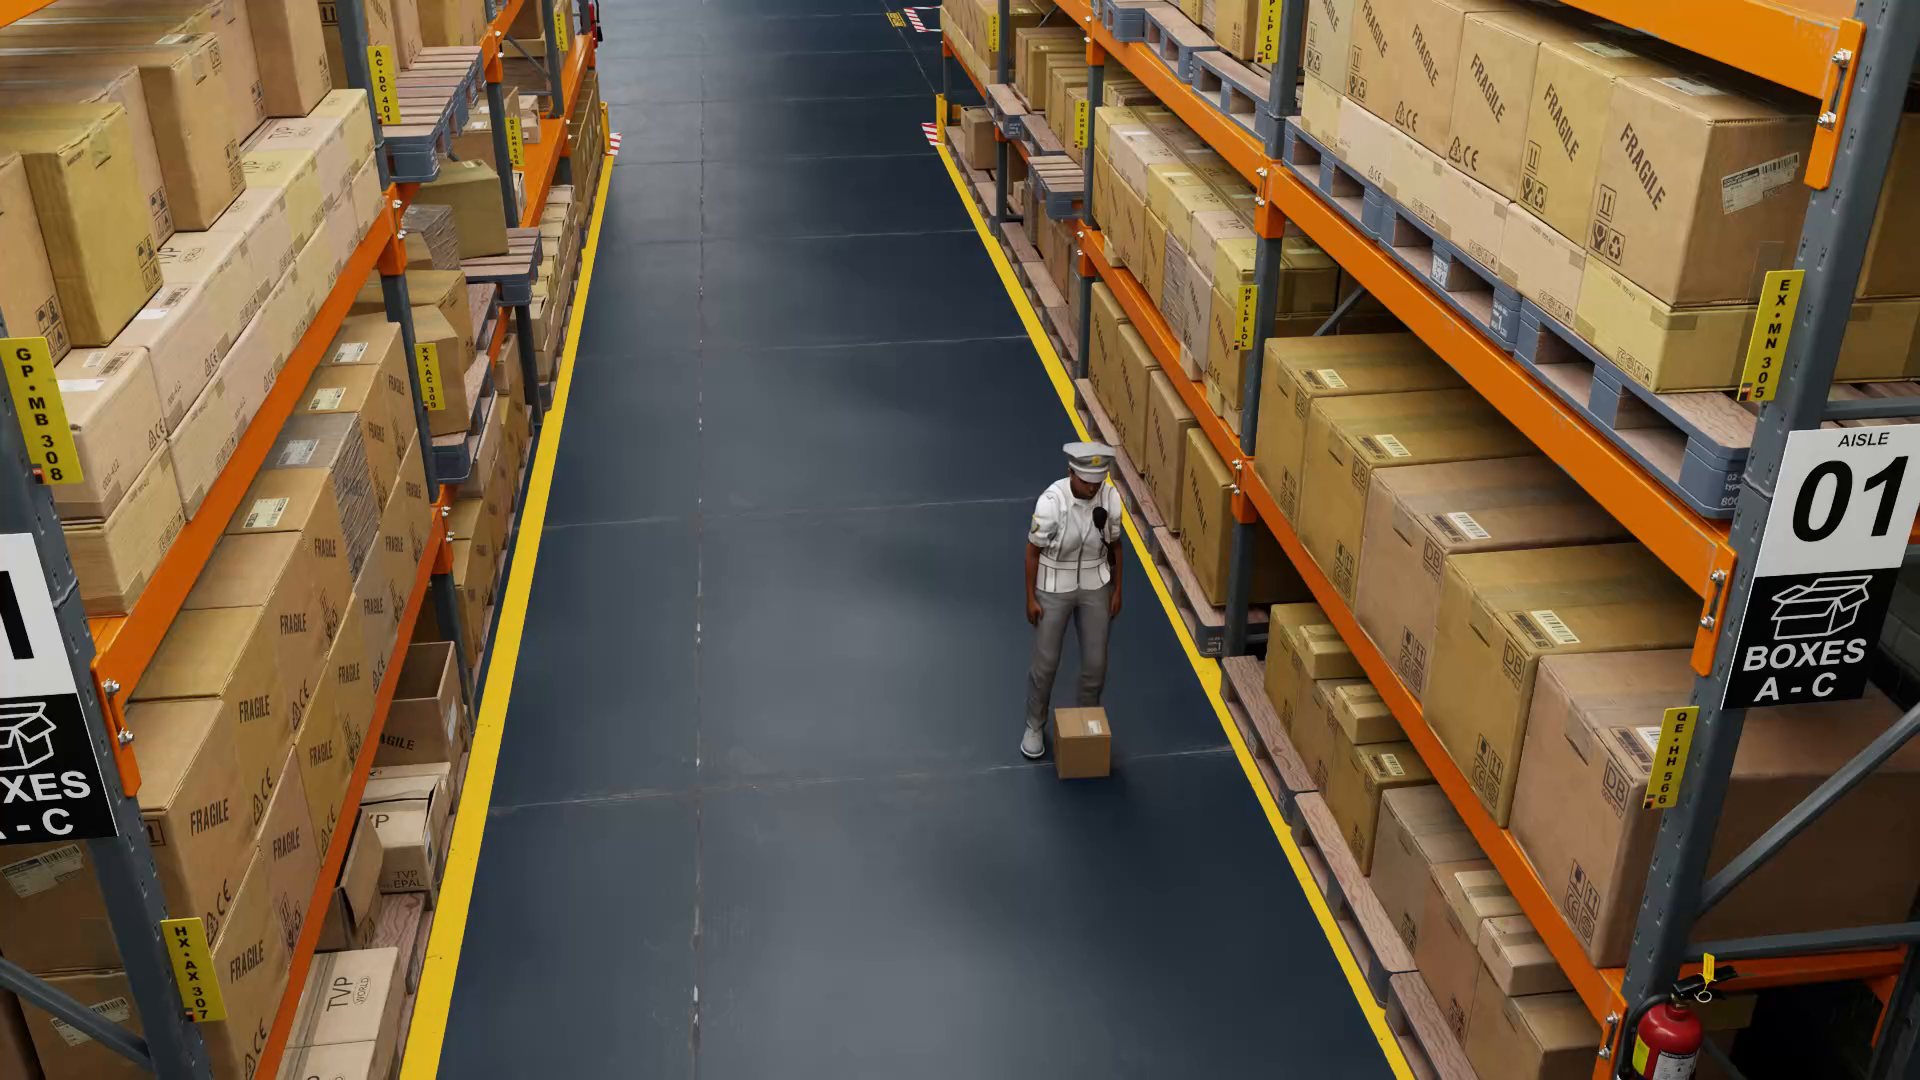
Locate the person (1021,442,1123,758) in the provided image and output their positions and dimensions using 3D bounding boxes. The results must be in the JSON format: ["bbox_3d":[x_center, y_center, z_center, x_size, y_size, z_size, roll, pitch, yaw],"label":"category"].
[{"bbox_3d":[0.546,0.270,8.100,0.518,1.656,0.397,-5,28,-9],"label":"person"}]
